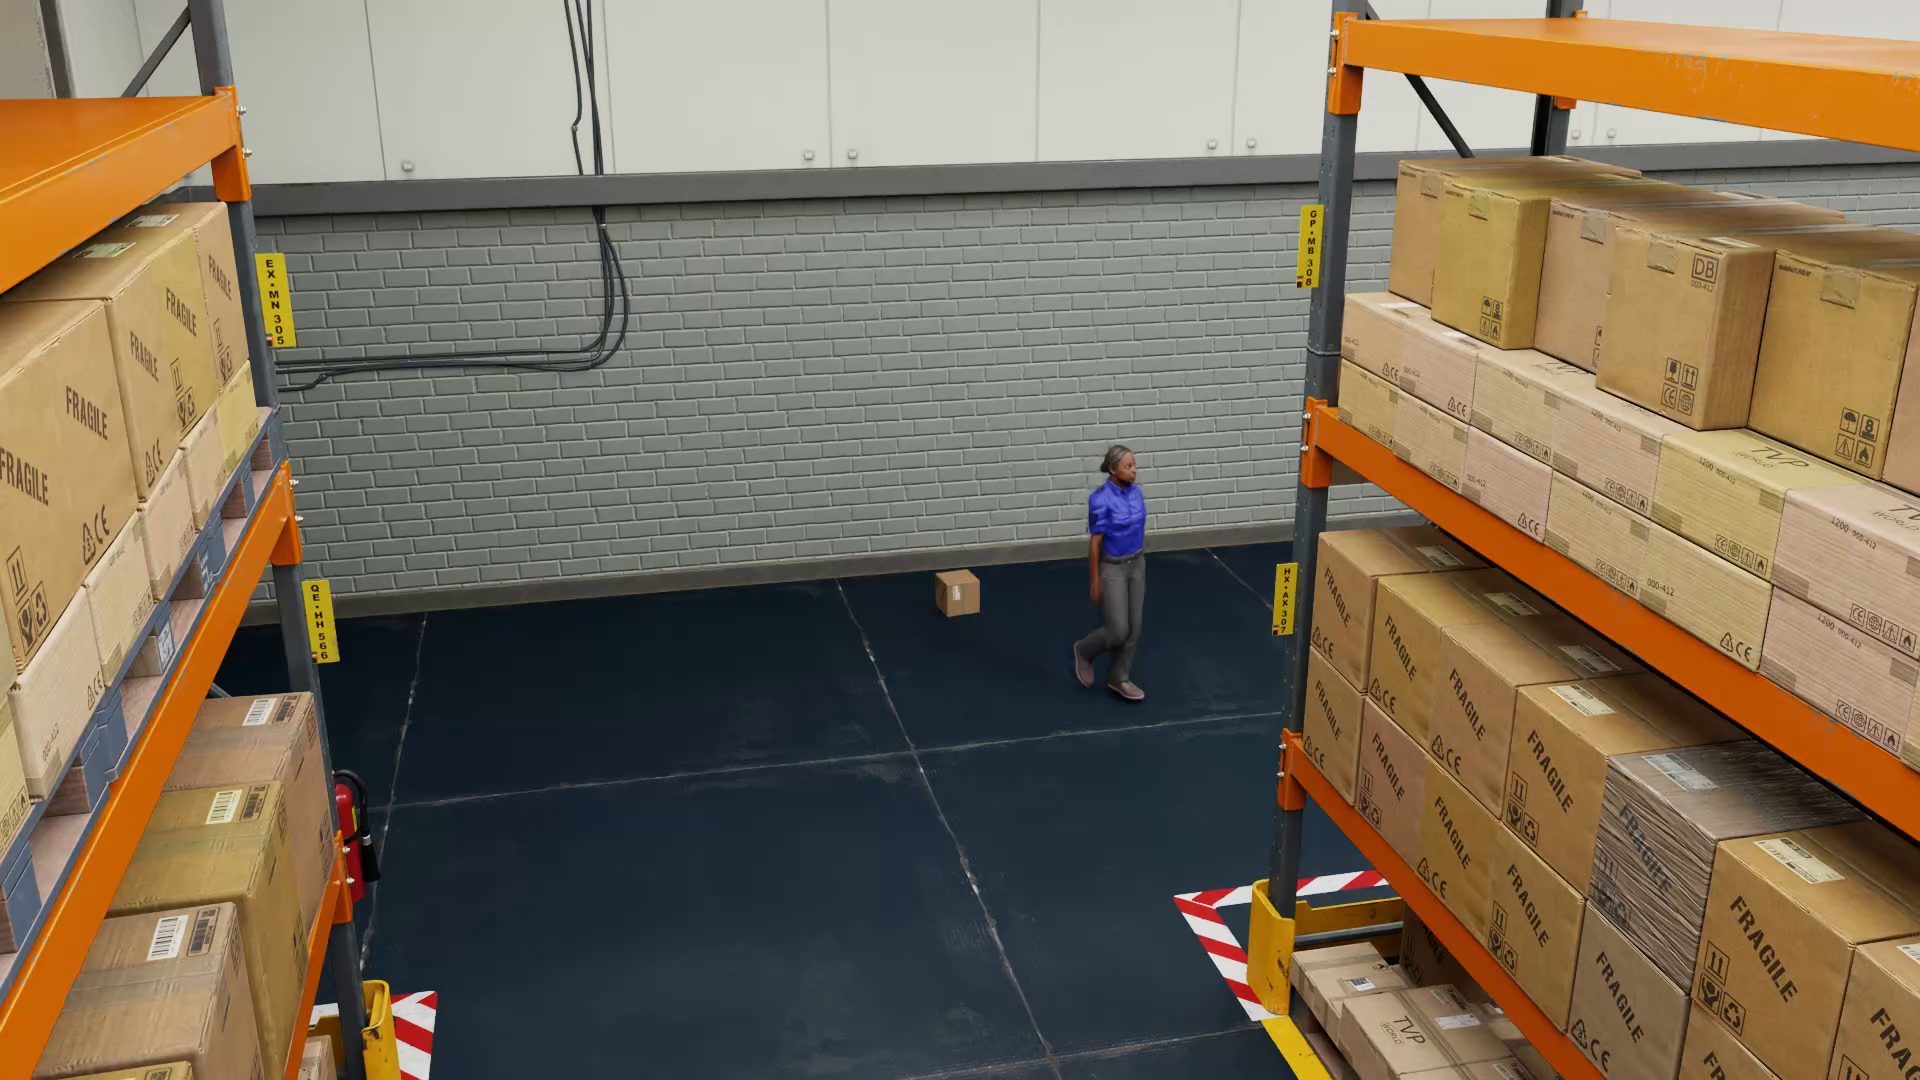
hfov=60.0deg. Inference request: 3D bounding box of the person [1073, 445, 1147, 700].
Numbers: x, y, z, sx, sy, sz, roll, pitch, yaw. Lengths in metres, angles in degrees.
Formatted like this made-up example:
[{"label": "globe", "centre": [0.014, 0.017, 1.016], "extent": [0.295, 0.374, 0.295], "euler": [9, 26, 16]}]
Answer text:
[{"label": "person", "centre": [0.972, 0.198, 10.449], "extent": [0.466, 1.646, 0.485], "euler": [-16, 25, -38]}]
